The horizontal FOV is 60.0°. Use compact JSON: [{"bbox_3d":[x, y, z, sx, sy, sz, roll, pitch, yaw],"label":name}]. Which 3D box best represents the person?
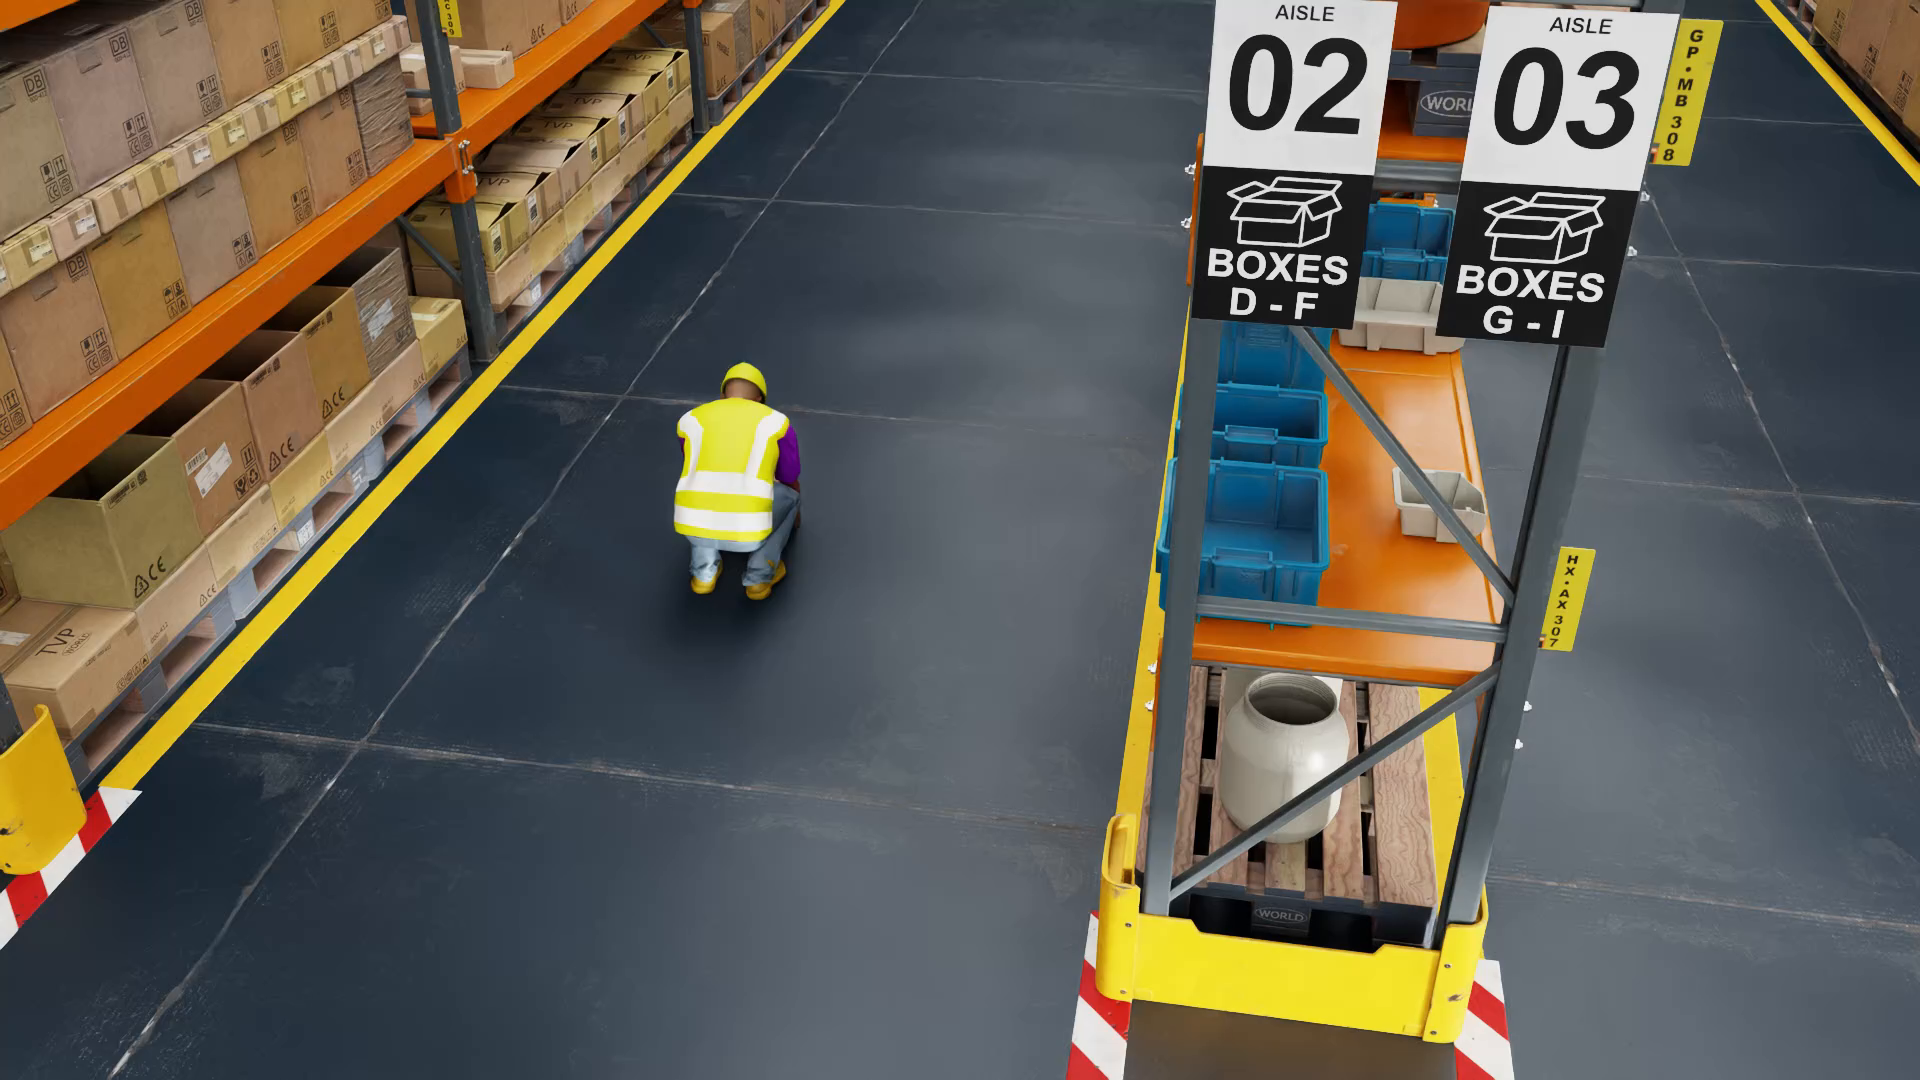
[{"bbox_3d":[-1.006,-0.227,7.421,0.553,0.888,0.916,5,33,9],"label":"person"}]
